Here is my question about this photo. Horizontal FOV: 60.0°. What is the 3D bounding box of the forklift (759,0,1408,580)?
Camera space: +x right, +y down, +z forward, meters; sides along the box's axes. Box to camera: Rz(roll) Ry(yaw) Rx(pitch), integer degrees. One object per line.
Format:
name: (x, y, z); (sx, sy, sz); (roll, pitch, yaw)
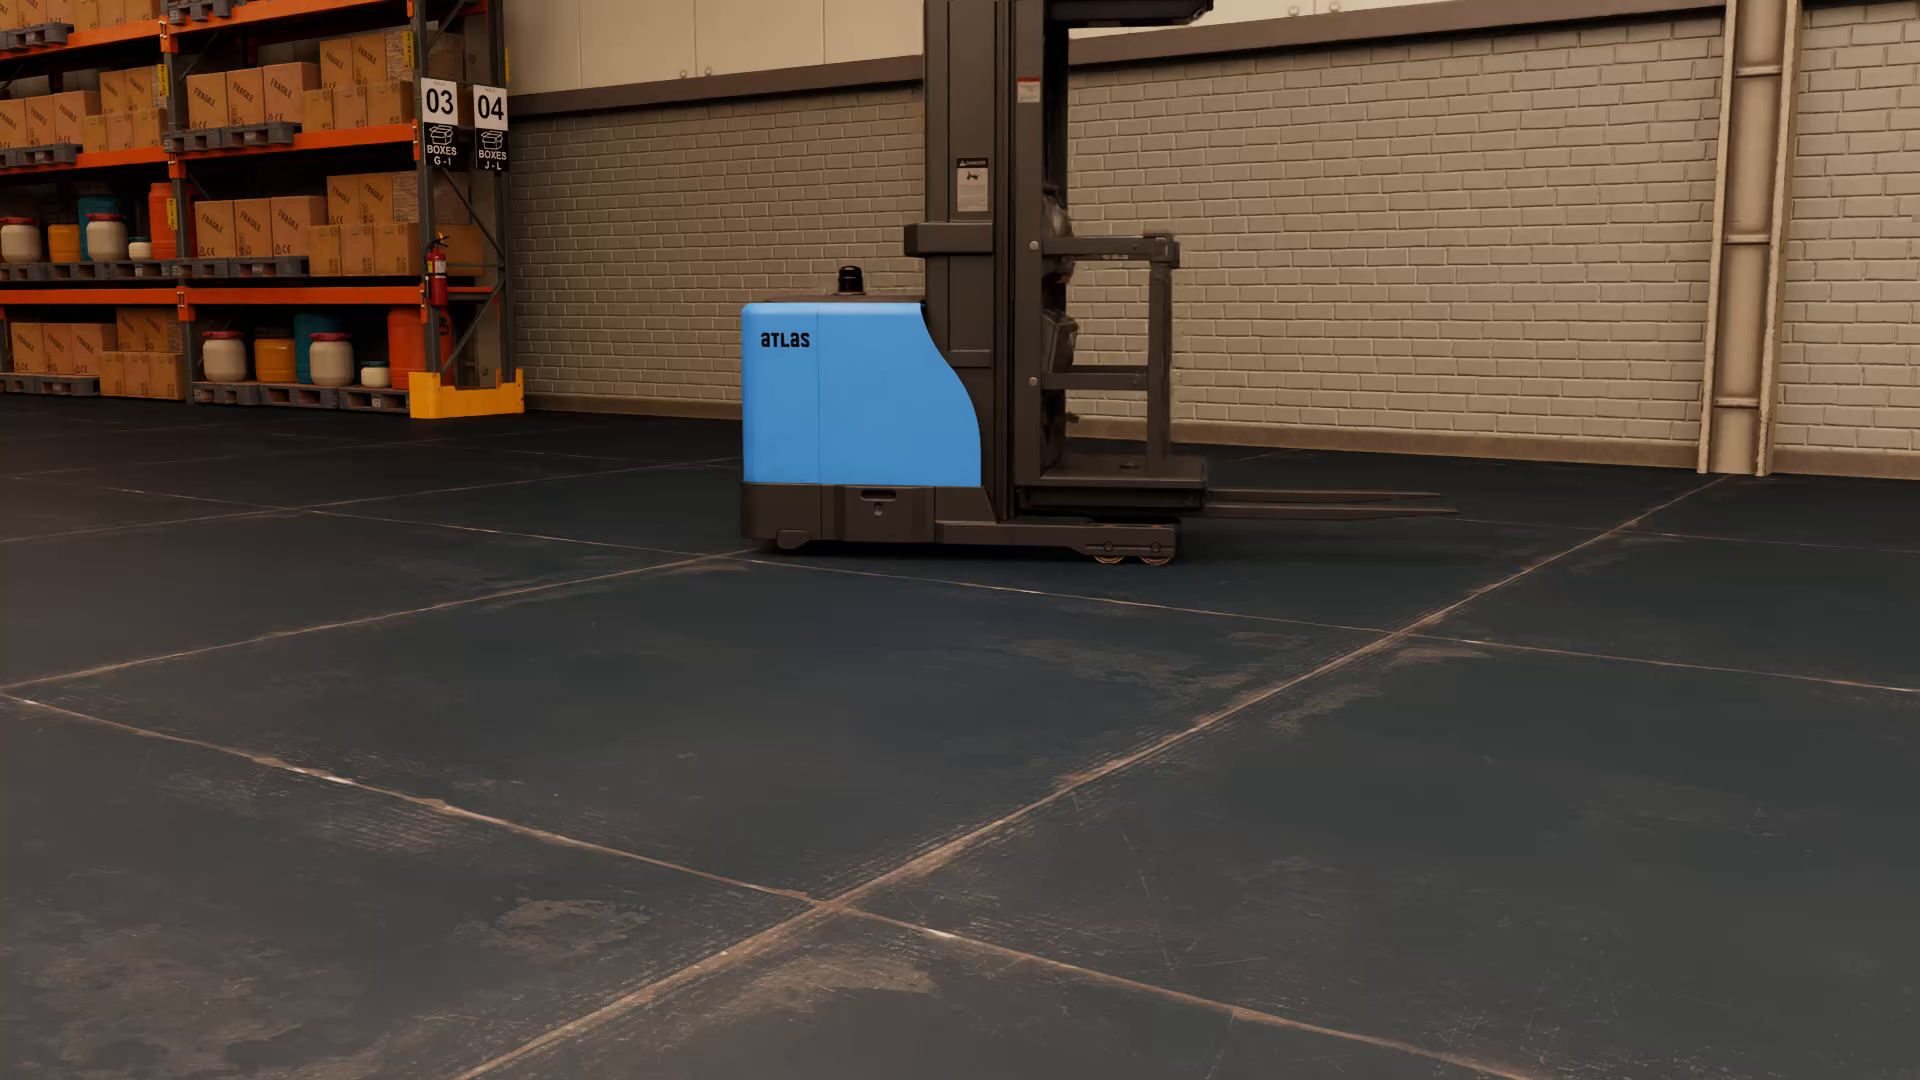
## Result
forklift: (0.405, -1.373, 6.847); (1.130, 2.935, 3.031); (-7, 11, -40)
